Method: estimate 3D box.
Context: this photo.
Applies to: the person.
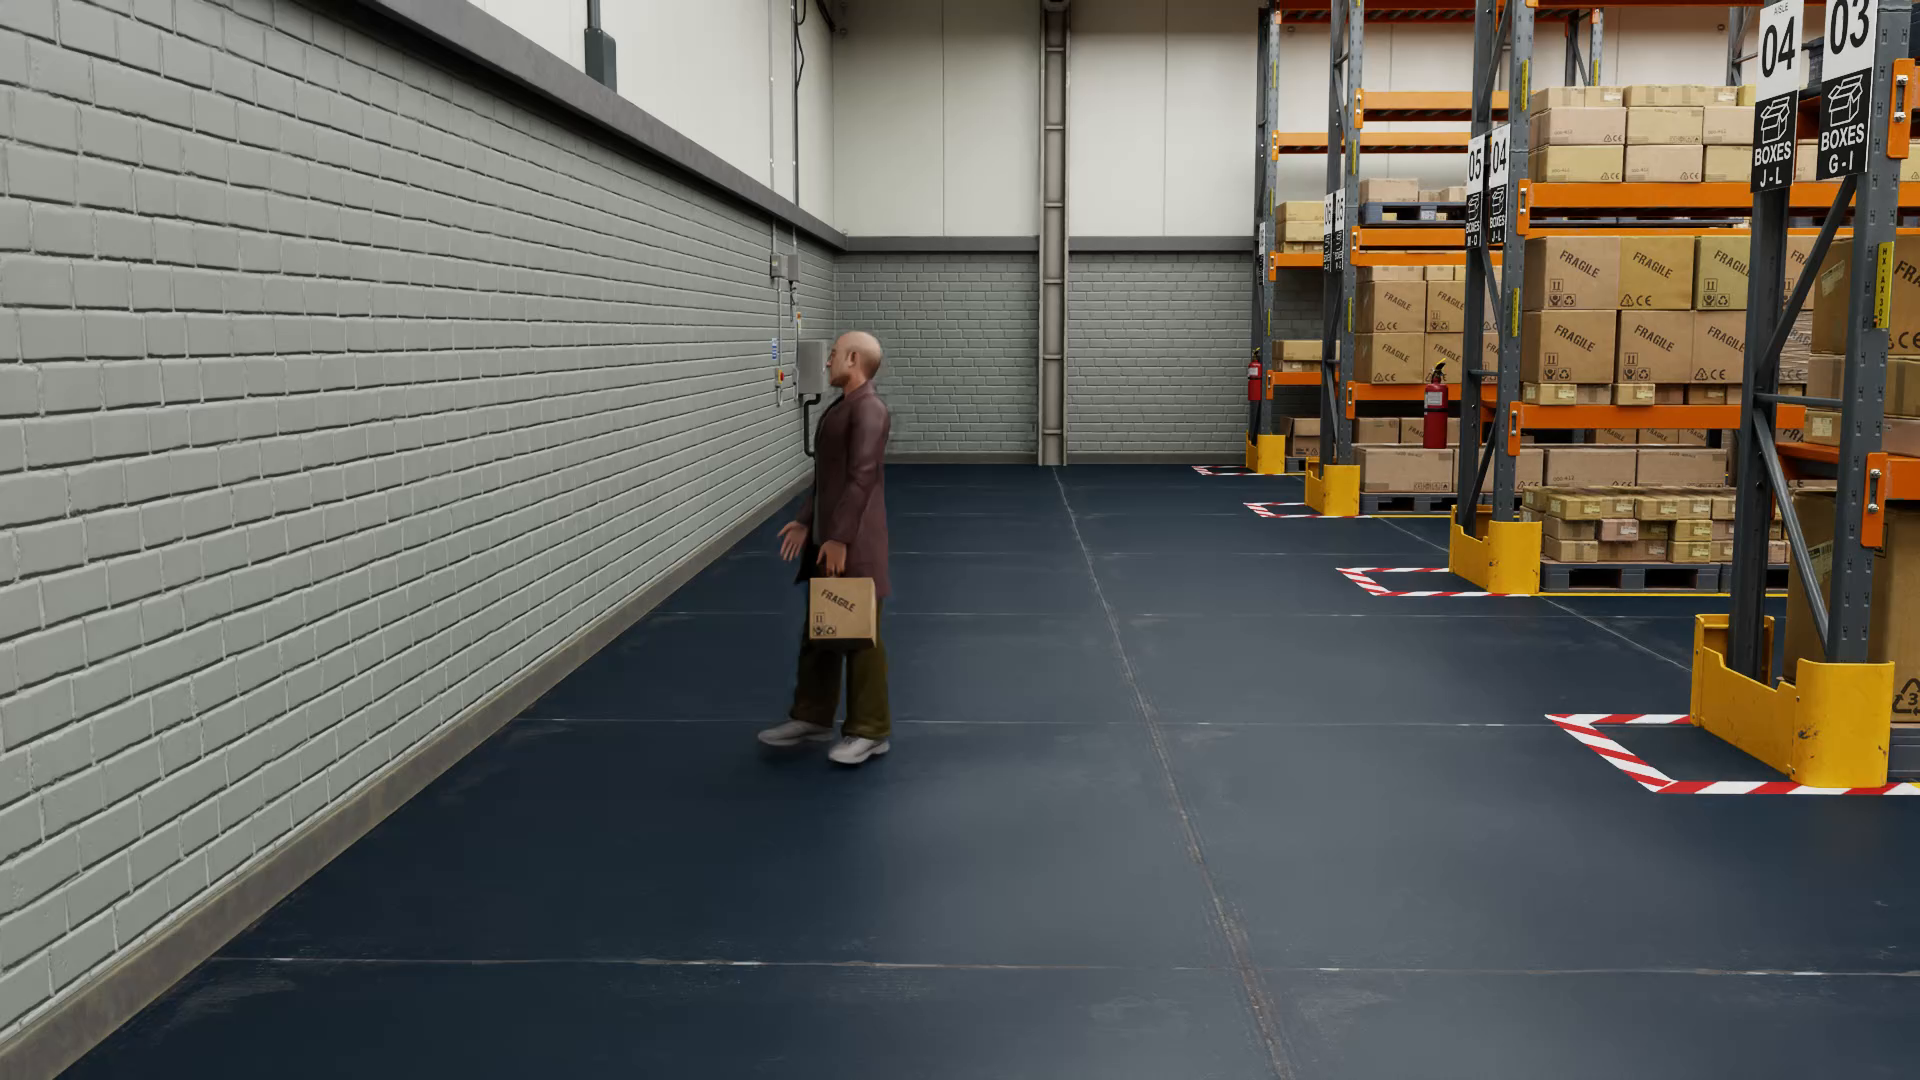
[{"bbox_3d":[-0.561,0.025,6.958,0.570,1.784,0.578,-3,8,-20],"label":"person"}]
